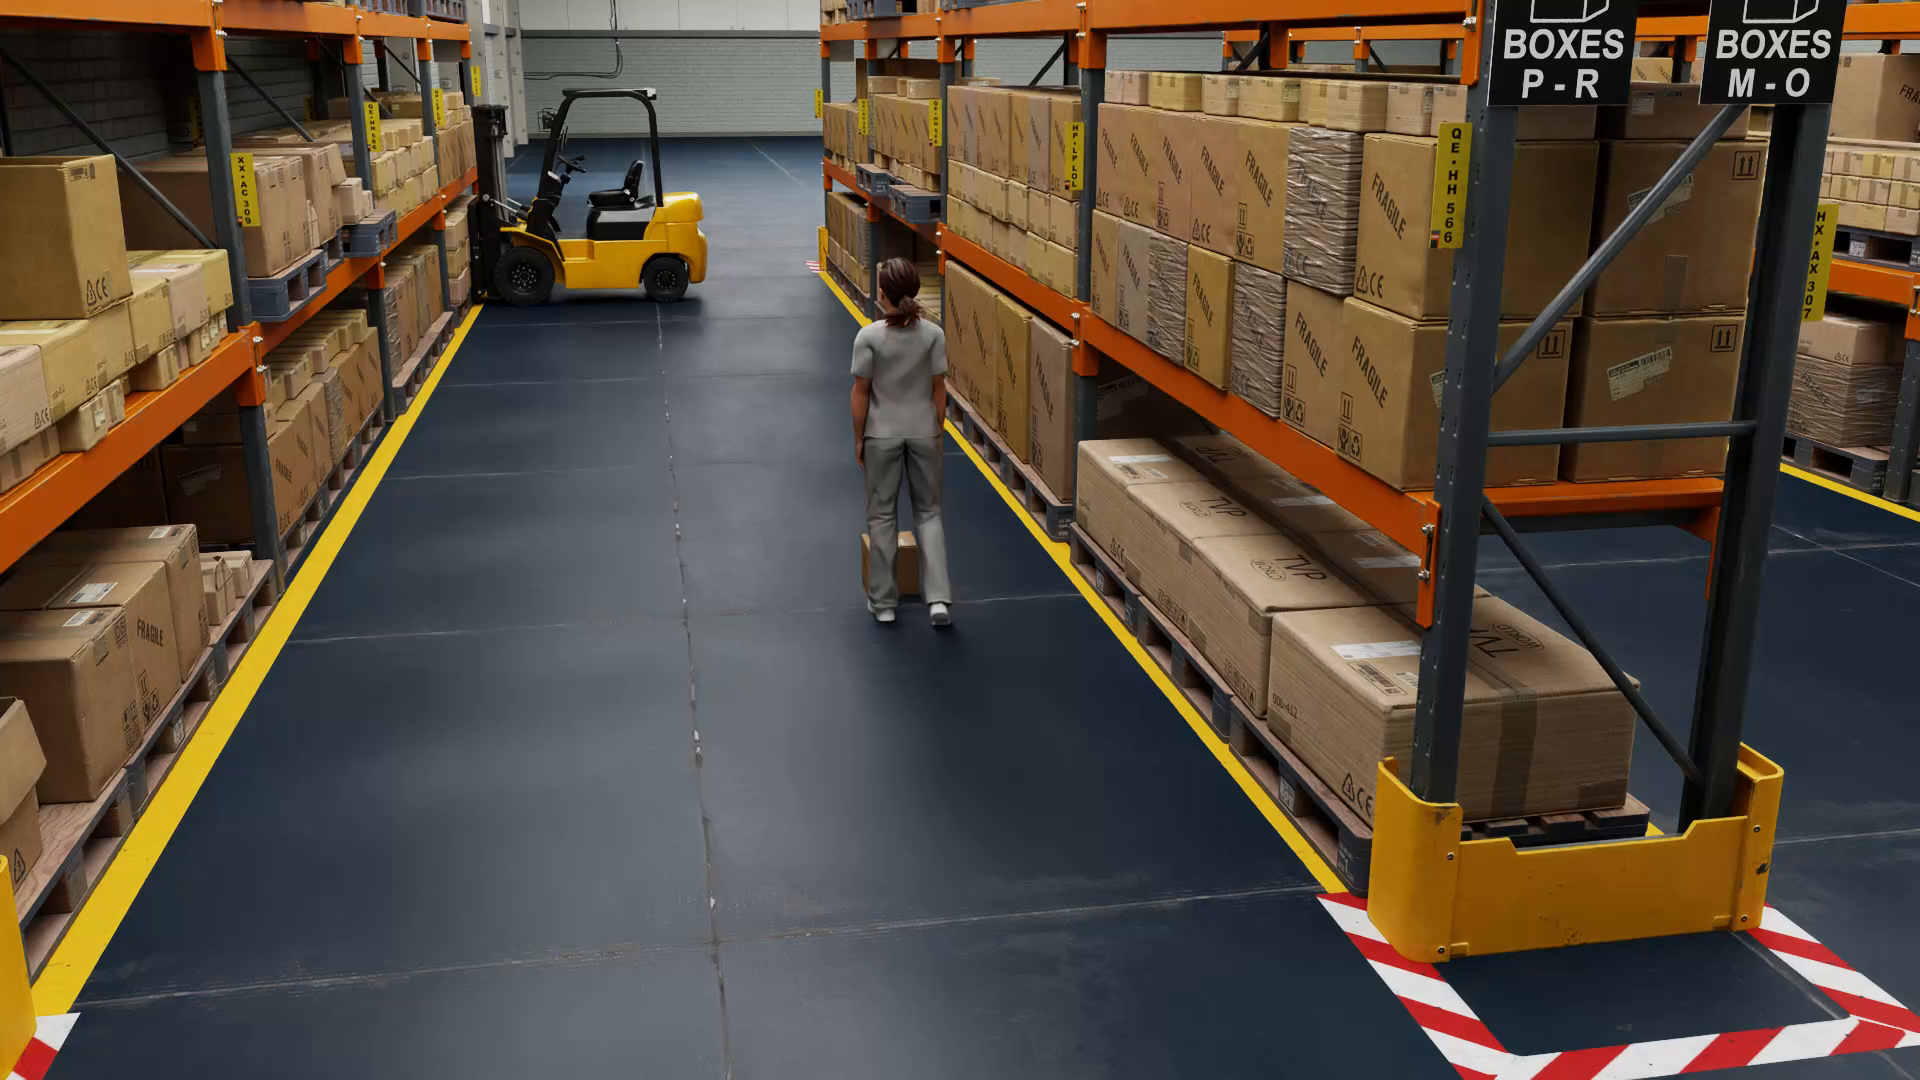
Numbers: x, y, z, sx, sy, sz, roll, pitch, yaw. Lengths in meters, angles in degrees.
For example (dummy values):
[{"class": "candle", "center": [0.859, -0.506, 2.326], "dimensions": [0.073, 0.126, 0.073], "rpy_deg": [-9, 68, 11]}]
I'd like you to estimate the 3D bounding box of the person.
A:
[{"class": "person", "center": [-0.270, -0.401, 7.528], "dimensions": [0.446, 1.747, 0.478], "rpy_deg": [-3, 17, -9]}]
